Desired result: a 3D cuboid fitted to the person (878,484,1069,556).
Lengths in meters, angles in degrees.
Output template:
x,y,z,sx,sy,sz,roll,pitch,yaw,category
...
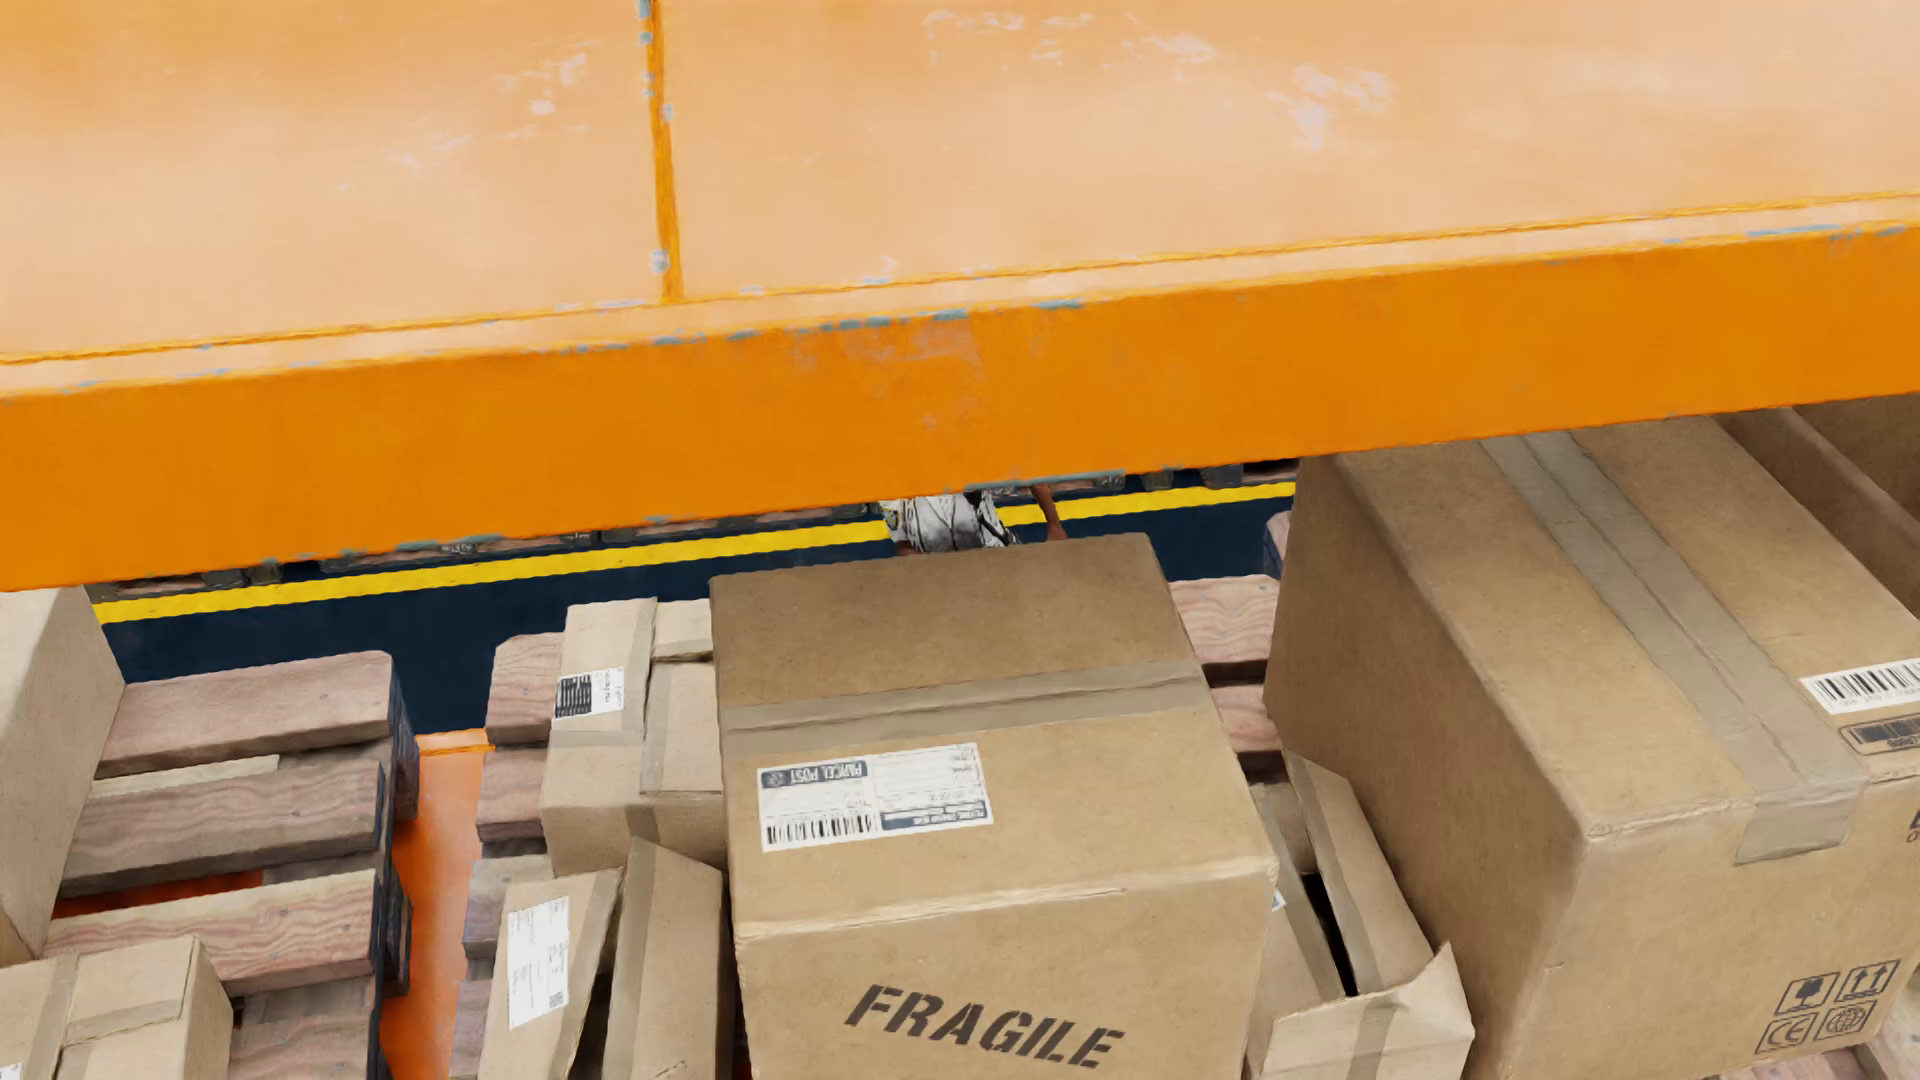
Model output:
x,y,z,sx,sy,sz,roll,pitch,yaw,category
0.138,0.145,6.052,0.864,1.554,0.544,-5,39,-7,person
